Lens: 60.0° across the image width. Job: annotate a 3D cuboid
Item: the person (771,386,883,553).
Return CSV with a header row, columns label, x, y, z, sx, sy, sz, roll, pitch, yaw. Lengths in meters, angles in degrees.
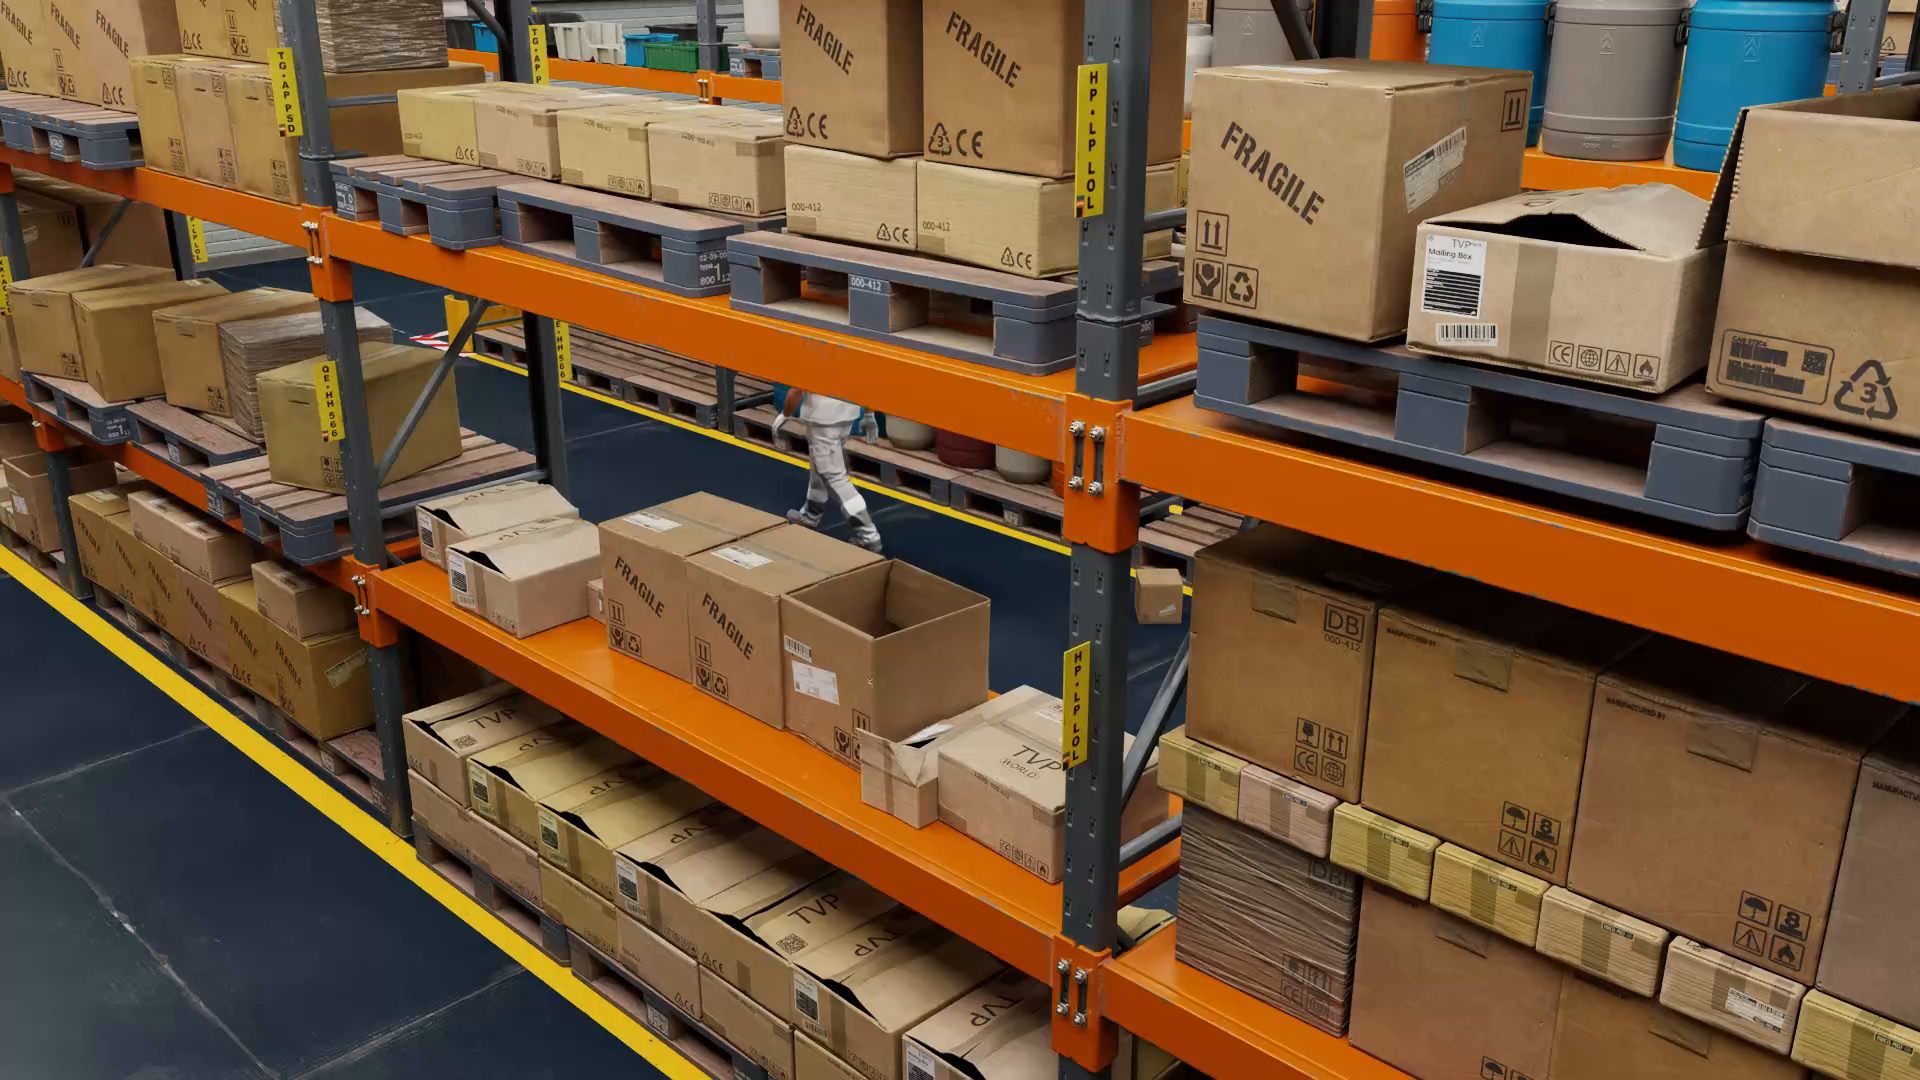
label,x,y,z,sx,sy,sz,roll,pitch,yaw
person,-0.868,-0.780,10.654,1.052,1.747,0.586,18,27,40
